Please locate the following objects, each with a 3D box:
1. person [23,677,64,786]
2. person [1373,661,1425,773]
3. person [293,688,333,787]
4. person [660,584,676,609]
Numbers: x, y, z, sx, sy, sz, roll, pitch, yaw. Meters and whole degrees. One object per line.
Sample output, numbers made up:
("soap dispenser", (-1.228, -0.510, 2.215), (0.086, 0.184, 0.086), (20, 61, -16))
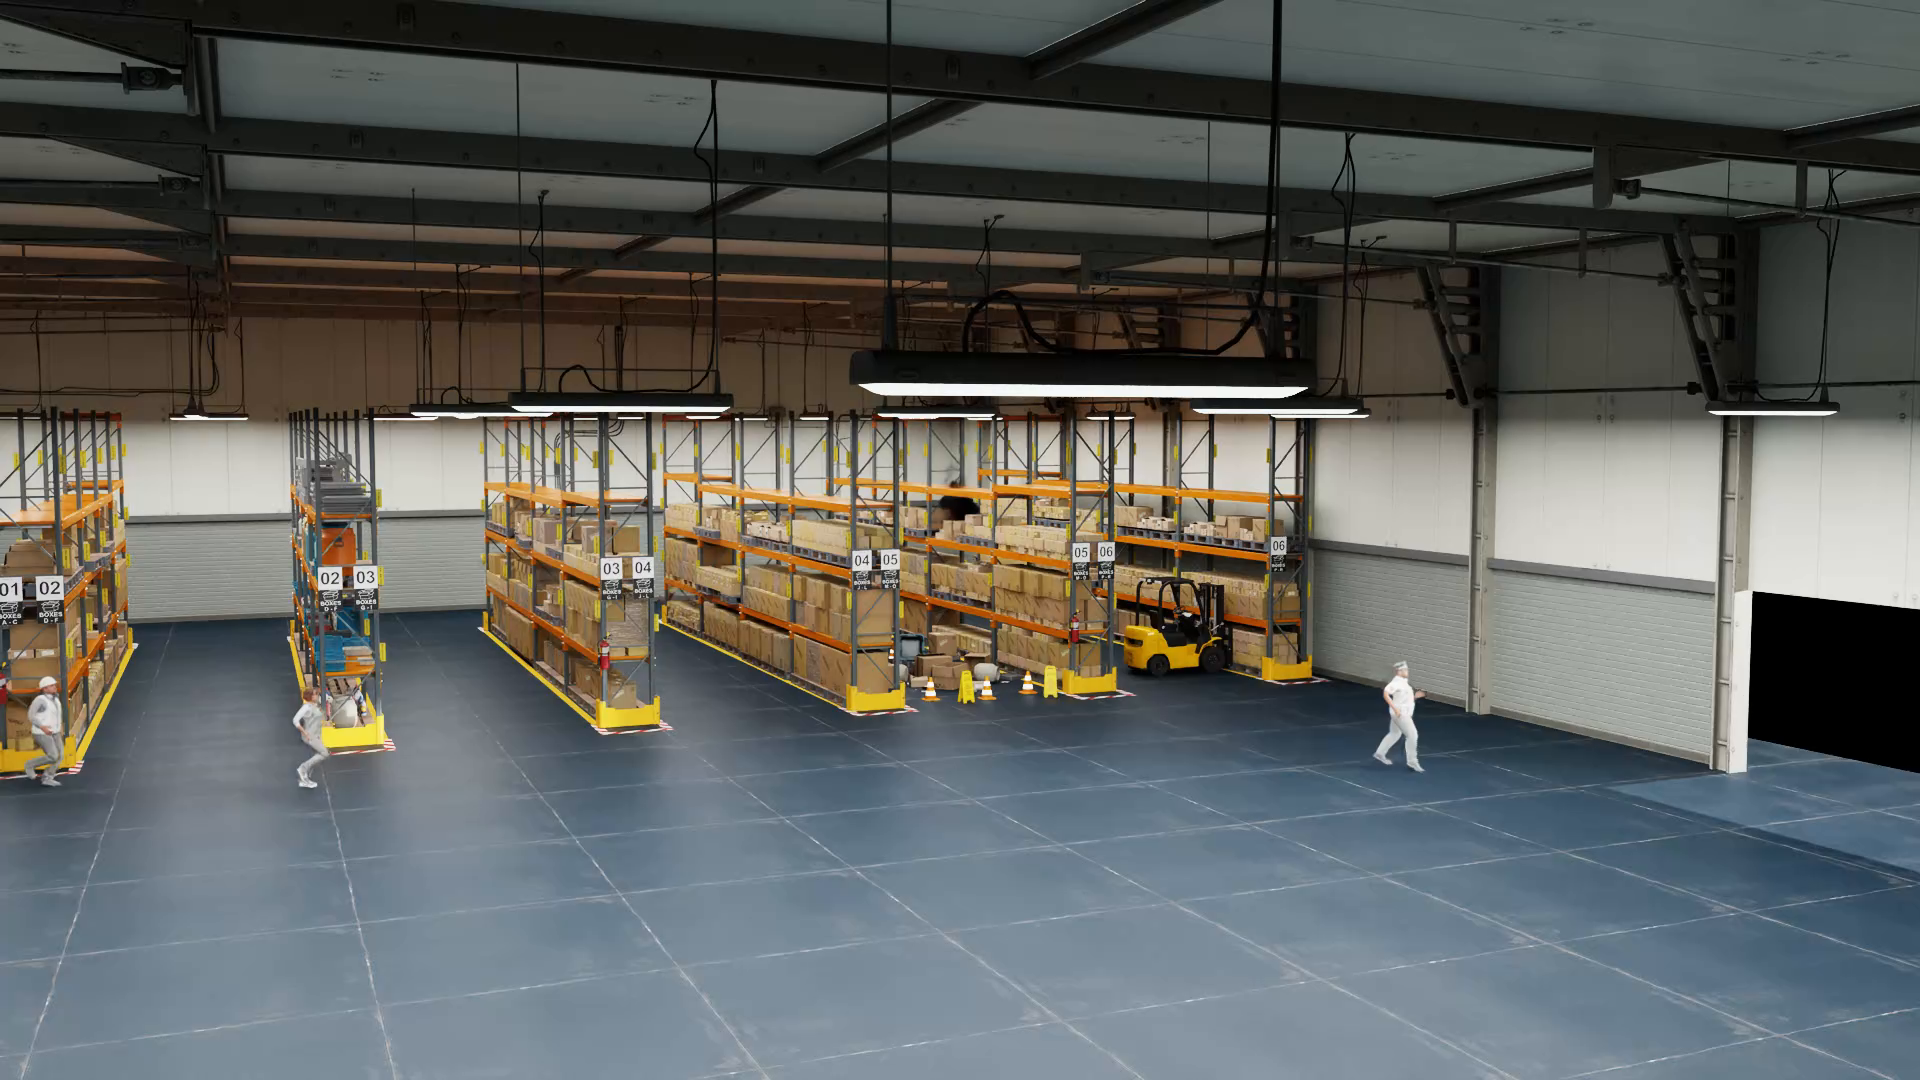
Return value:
("person", (-14.501, 3.029, 26.294), (0.568, 1.742, 0.651), (0, 4, -1))
("person", (7.271, 2.909, 27.496), (0.837, 1.834, 0.640), (1, 4, 15))
("person", (-10.147, 3.107, 26.151), (0.552, 1.561, 0.528), (0, 4, -4))
("person", (-8.654, 1.500, 49.309), (0.466, 1.574, 0.831), (0, 4, -4))
